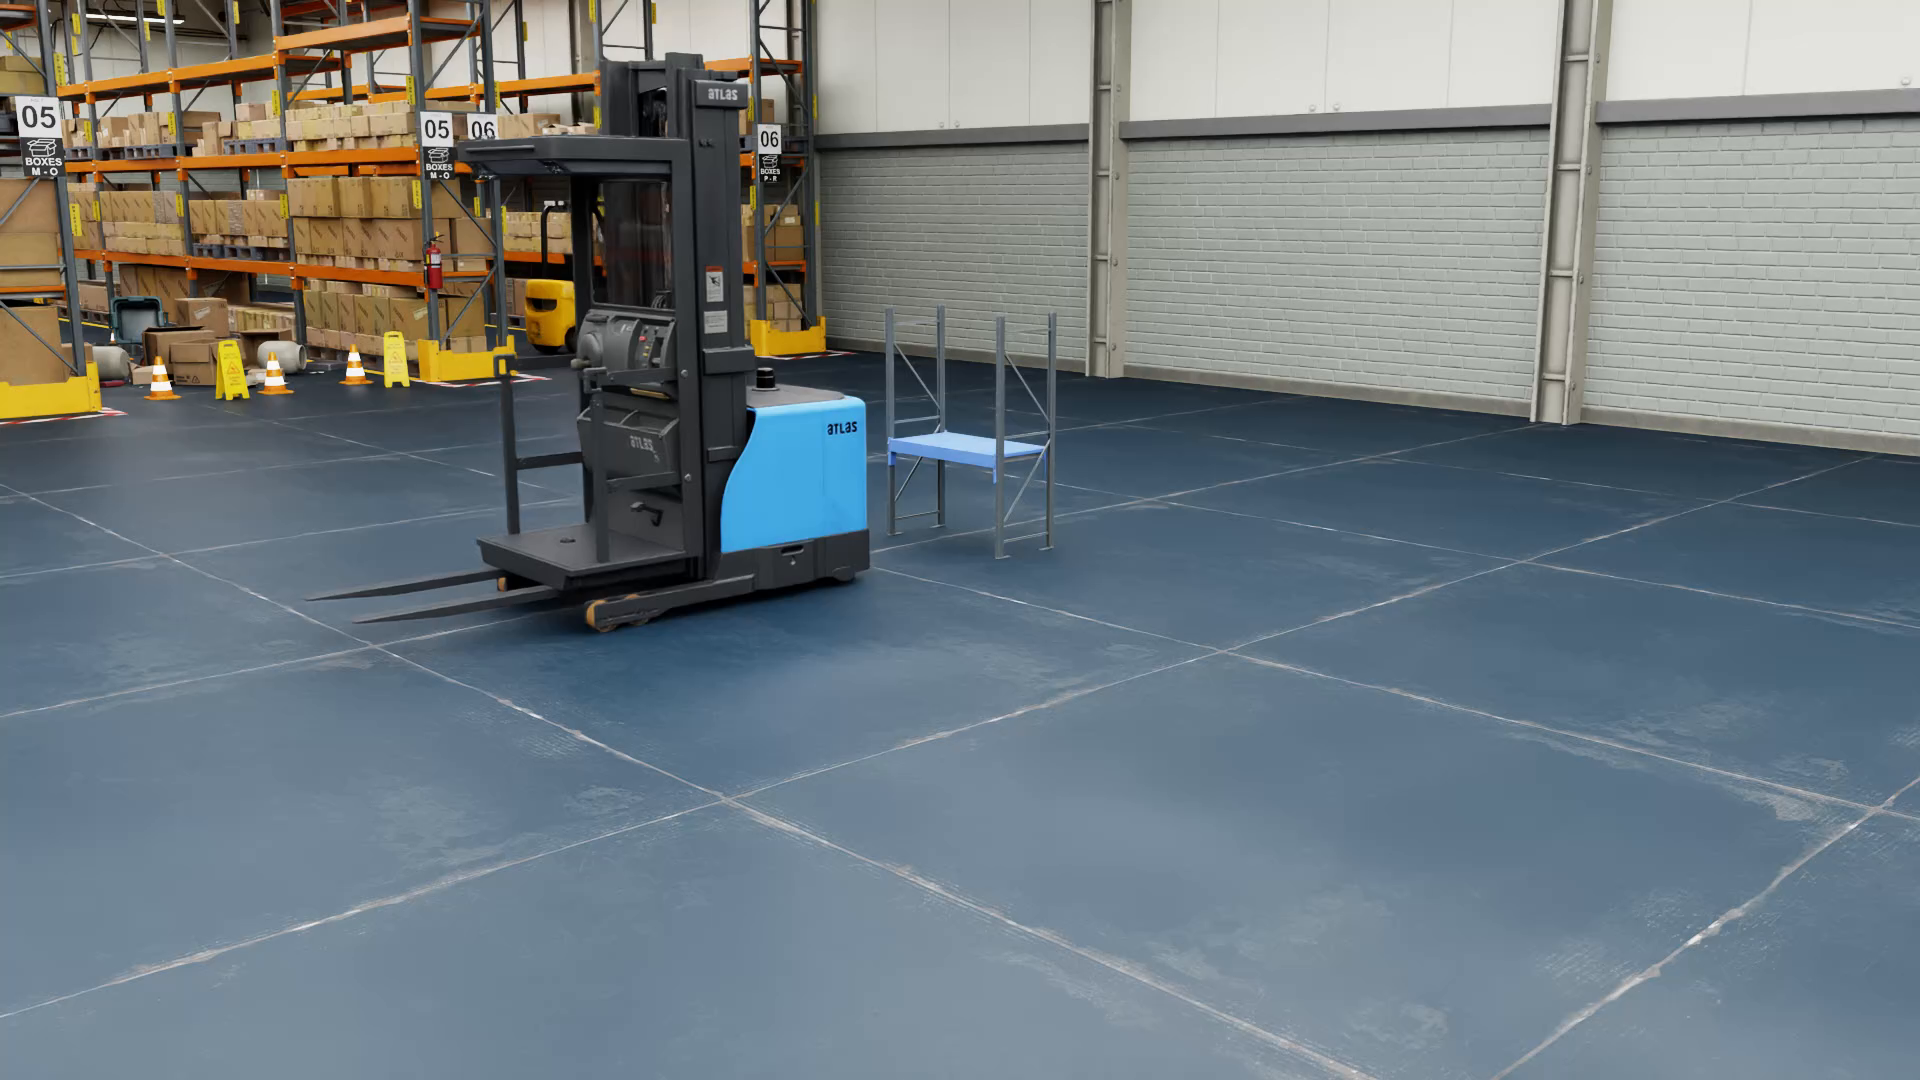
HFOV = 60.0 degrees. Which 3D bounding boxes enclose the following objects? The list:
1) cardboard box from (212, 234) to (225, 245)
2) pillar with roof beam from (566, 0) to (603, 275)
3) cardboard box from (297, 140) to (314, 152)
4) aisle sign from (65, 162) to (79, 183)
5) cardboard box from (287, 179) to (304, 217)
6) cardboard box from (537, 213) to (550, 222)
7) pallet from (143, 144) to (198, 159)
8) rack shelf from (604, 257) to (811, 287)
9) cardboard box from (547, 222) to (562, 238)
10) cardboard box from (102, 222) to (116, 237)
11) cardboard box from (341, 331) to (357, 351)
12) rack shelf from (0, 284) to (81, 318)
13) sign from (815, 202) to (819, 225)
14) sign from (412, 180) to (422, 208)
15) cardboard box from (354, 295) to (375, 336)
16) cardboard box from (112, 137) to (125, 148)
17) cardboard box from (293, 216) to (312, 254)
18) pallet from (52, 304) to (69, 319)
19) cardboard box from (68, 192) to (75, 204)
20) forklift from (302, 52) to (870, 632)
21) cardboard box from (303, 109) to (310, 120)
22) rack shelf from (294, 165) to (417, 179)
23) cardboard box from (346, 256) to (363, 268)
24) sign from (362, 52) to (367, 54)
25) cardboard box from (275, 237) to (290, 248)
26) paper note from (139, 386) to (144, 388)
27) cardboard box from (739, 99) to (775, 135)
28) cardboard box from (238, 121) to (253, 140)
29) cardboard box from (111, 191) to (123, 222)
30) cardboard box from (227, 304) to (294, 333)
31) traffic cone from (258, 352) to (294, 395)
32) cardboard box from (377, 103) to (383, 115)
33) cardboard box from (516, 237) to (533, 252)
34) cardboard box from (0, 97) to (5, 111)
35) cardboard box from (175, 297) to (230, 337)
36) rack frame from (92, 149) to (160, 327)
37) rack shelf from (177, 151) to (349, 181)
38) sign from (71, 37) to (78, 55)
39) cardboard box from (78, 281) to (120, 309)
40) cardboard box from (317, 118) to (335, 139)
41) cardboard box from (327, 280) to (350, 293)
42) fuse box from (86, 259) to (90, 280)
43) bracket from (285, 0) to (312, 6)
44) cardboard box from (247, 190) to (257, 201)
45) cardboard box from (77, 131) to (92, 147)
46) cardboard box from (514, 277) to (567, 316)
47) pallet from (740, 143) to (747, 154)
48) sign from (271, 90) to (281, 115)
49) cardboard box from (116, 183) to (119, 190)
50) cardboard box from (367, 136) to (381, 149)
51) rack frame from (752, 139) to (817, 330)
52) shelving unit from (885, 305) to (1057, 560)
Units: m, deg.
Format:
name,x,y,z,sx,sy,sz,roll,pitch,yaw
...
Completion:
name,x,y,z,sx,sy,sz,roll,pitch,yaw
cardboard box,-11.012,-4.528,25.036,0.380,0.149,0.250,-11,16,-42
pillar with roof beam,-9.577,-7.620,25.595,9.100,9.000,0.400,-11,16,-43
cardboard box,-8.665,-5.290,22.343,0.380,0.149,0.250,-11,16,-42
aisle sign,-16.954,-7.148,31.731,0.394,0.787,0.004,-11,16,-43
cardboard box,-8.694,-4.660,22.633,0.700,0.500,0.500,-11,16,-43
cardboard box,-6.793,-5.358,27.629,0.250,0.149,0.380,11,16,44
pallet,-12.086,-6.117,26.202,1.213,0.211,1.003,-10,15,-40
rack shelf,-3.872,-4.118,25.248,1.077,0.370,4.000,-11,16,-43
cardboard box,-6.487,-5.119,27.457,0.500,0.250,0.500,-10,16,-41
cardboard box,-14.266,-5.305,28.361,0.500,0.250,0.500,11,16,44
cardboard box,-7.884,-2.652,22.122,0.500,0.250,0.500,-11,16,-43
rack shelf,-10.970,-2.721,18.468,1.077,0.370,4.000,-11,16,-43
sign,-2.086,-4.718,24.034,0.100,0.325,0.005,-11,16,-43
sign,-6.494,-4.134,19.889,0.100,0.325,0.005,-11,16,-43
cardboard box,-7.527,-2.943,21.679,0.500,0.500,0.500,11,16,44
cardboard box,-13.745,-6.564,27.445,0.250,0.166,0.380,10,16,41
cardboard box,-8.739,-4.161,22.692,0.500,0.500,0.500,-11,16,-43
pallet,-16.519,-4.350,31.501,1.003,0.211,1.213,-11,16,-43
cardboard box,-15.594,-5.955,29.655,0.500,0.500,0.500,-11,16,-42
forklift,-1.967,-1.078,8.880,3.031,2.935,1.130,-10,15,-40
cardboard box,-8.483,-5.641,22.073,0.250,0.149,0.380,11,16,43
rack shelf,-12.159,-7.338,33.446,1.077,0.370,4.000,-11,16,-43
cardboard box,-7.785,-3.635,21.745,0.380,0.149,0.250,-11,16,-43
sign,-11.183,-9.291,31.198,0.100,0.325,0.005,-11,16,-43
cardboard box,-9.396,-4.189,23.393,0.380,0.149,0.250,-11,16,-42
paper note,-9.689,-1.812,19.681,0.032,0.001,0.123,-3,12,-13
cardboard box,-2.973,-5.982,23.542,0.500,0.500,0.500,-10,15,-41
cardboard box,-10.046,-5.885,23.942,0.500,0.250,0.500,-11,16,-42
cardboard box,-13.898,-5.601,27.940,0.500,0.500,0.500,-11,16,-43
cardboard box,-10.705,-3.382,25.364,0.950,0.372,0.625,-11,16,-44
traffic cone,-7.877,-1.922,19.095,0.336,0.463,0.334,-11,16,-43
cardboard box,-7.004,-5.353,20.672,0.380,0.149,0.250,-11,16,-42
cardboard box,-7.182,-5.025,28.241,0.500,0.250,0.500,11,16,43
cardboard box,-9.770,-4.514,17.289,0.380,0.149,0.250,-11,16,-42
cardboard box,-10.108,-2.964,22.183,0.500,0.500,0.500,-11,16,-43
rack frame,-14.366,-5.237,28.899,1.000,3.000,0.127,-11,16,-43
rack shelf,-10.222,-5.479,24.419,1.077,0.370,4.000,-11,16,-43
sign,-16.726,-9.329,31.382,0.100,0.325,0.005,-11,16,-43
cardboard box,-15.962,-4.557,30.906,0.875,0.438,0.875,-10,16,-41
cardboard box,-8.036,-5.360,21.695,0.500,0.250,0.500,-11,16,-42
cardboard box,-8.230,-3.389,22.234,0.380,0.149,0.250,-10,15,-40
fuse box,-19.419,-6.281,37.159,0.539,1.711,0.414,-11,16,-43
bracket,-12.930,-11.245,34.272,0.076,0.066,4.783,-11,16,-43
cardboard box,-10.015,-4.959,23.916,0.250,0.149,0.380,11,16,43
cardboard box,-15.038,-6.944,28.794,0.396,0.266,0.258,-10,15,-41
cardboard box,-7.138,-4.201,28.714,0.875,0.625,0.625,-10,15,-41
pallet,-3.808,-5.889,24.848,1.003,0.211,1.213,-11,16,-43
sign,-9.240,-5.907,22.460,0.100,0.325,0.005,-11,16,-43
cardboard box,-14.912,-6.148,28.986,0.380,0.149,0.250,-10,16,-41
cardboard box,-7.215,-4.997,20.919,0.380,0.149,0.250,-11,16,-43
rack frame,-2.491,-4.178,23.759,1.000,3.000,0.127,-11,16,-43
shelving unit,0.059,-0.722,10.700,0.538,1.500,1.048,-11,16,-43
